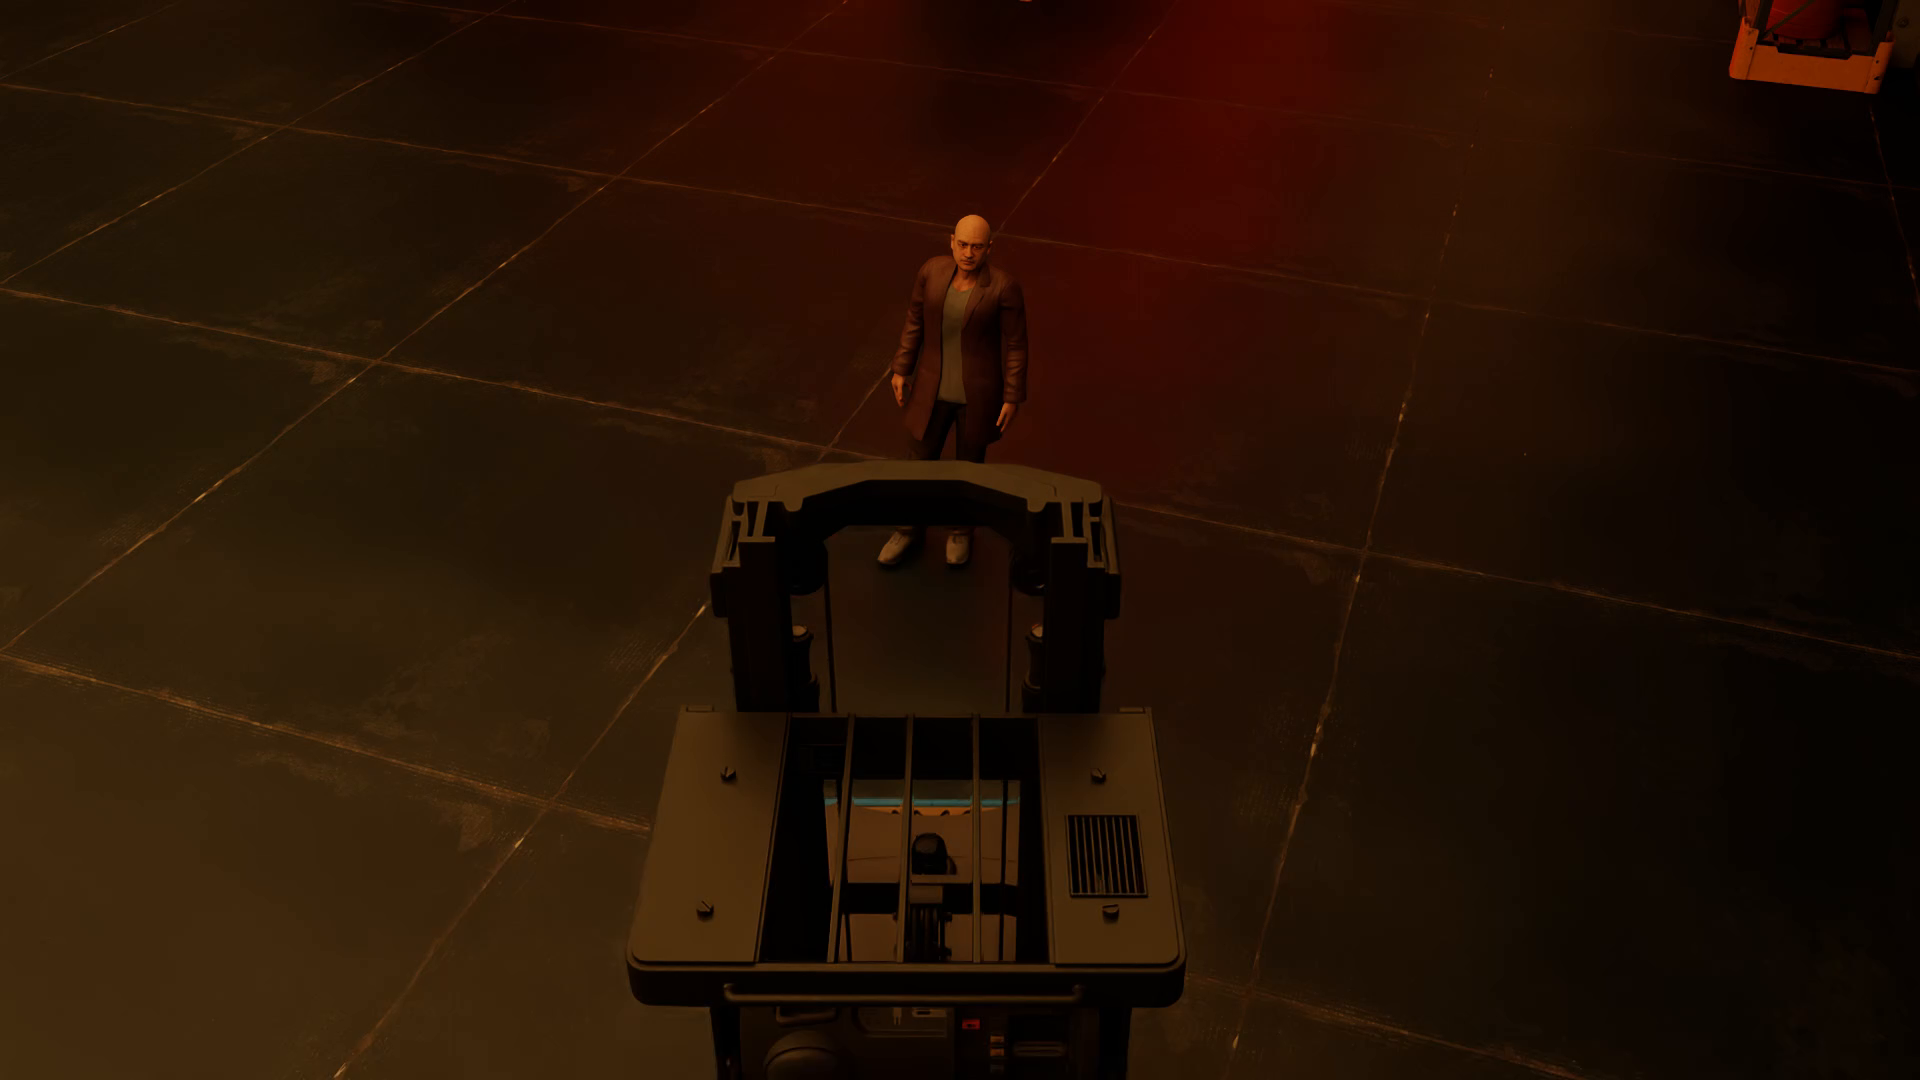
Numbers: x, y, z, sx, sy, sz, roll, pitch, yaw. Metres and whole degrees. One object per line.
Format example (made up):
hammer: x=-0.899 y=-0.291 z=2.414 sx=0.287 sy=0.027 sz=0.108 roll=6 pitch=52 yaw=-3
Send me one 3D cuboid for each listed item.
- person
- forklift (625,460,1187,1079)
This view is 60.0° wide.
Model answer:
person: x=-0.034 y=-0.682 z=8.057 sx=0.698 sy=1.777 sz=0.579 roll=12 pitch=37 yaw=16
forklift: x=-0.102 y=1.393 z=4.146 sx=1.130 sy=2.935 sz=3.031 roll=0 pitch=35 yaw=0
